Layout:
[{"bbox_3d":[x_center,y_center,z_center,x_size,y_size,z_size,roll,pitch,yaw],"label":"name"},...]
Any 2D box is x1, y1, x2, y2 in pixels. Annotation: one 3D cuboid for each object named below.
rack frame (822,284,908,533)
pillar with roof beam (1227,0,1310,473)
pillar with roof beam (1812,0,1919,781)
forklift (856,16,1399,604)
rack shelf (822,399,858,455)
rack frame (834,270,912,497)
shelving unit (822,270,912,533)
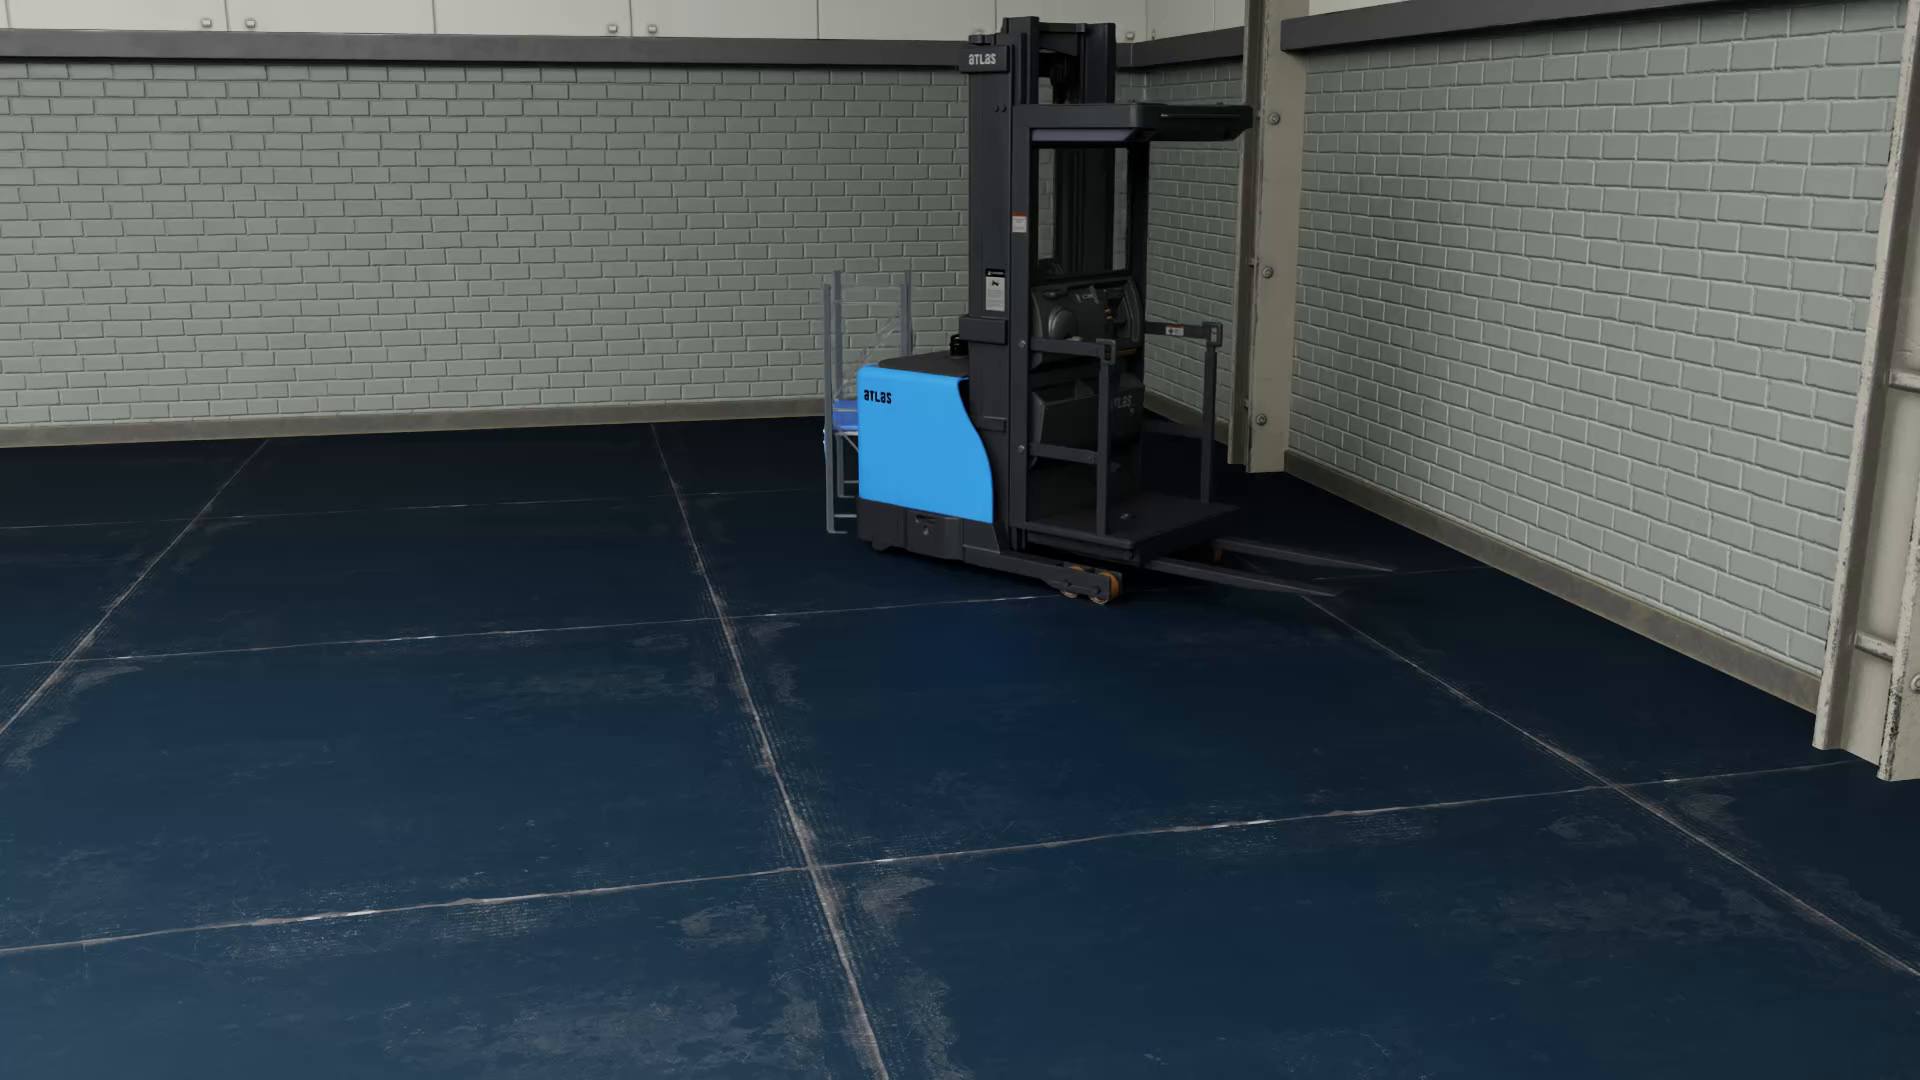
[{"bbox_3d":[-0.558,-0.775,9.940,0.500,1.500,0.032,0,14,0],"label":"rack frame"},{"bbox_3d":[-2.019,-4.666,10.064,9.100,9.000,0.400,-3,14,-13],"label":"pillar with roof beam"},{"bbox_3d":[-0.610,-3.282,4.398,9.100,9.000,0.400,-3,14,-13],"label":"pillar with roof beam"},{"bbox_3d":[0.847,-1.234,8.803,3.031,2.935,1.130,11,18,39],"label":"forklift"},{"bbox_3d":[-0.562,-0.721,10.476,0.538,0.185,1.000,0,14,0],"label":"rack shelf"},{"bbox_3d":[-0.566,-1.016,10.927,0.500,1.500,0.032,0,14,0],"label":"rack frame"},{"bbox_3d":[-0.562,-0.896,10.433,0.538,1.500,1.048,0,14,0],"label":"shelving unit"}]
